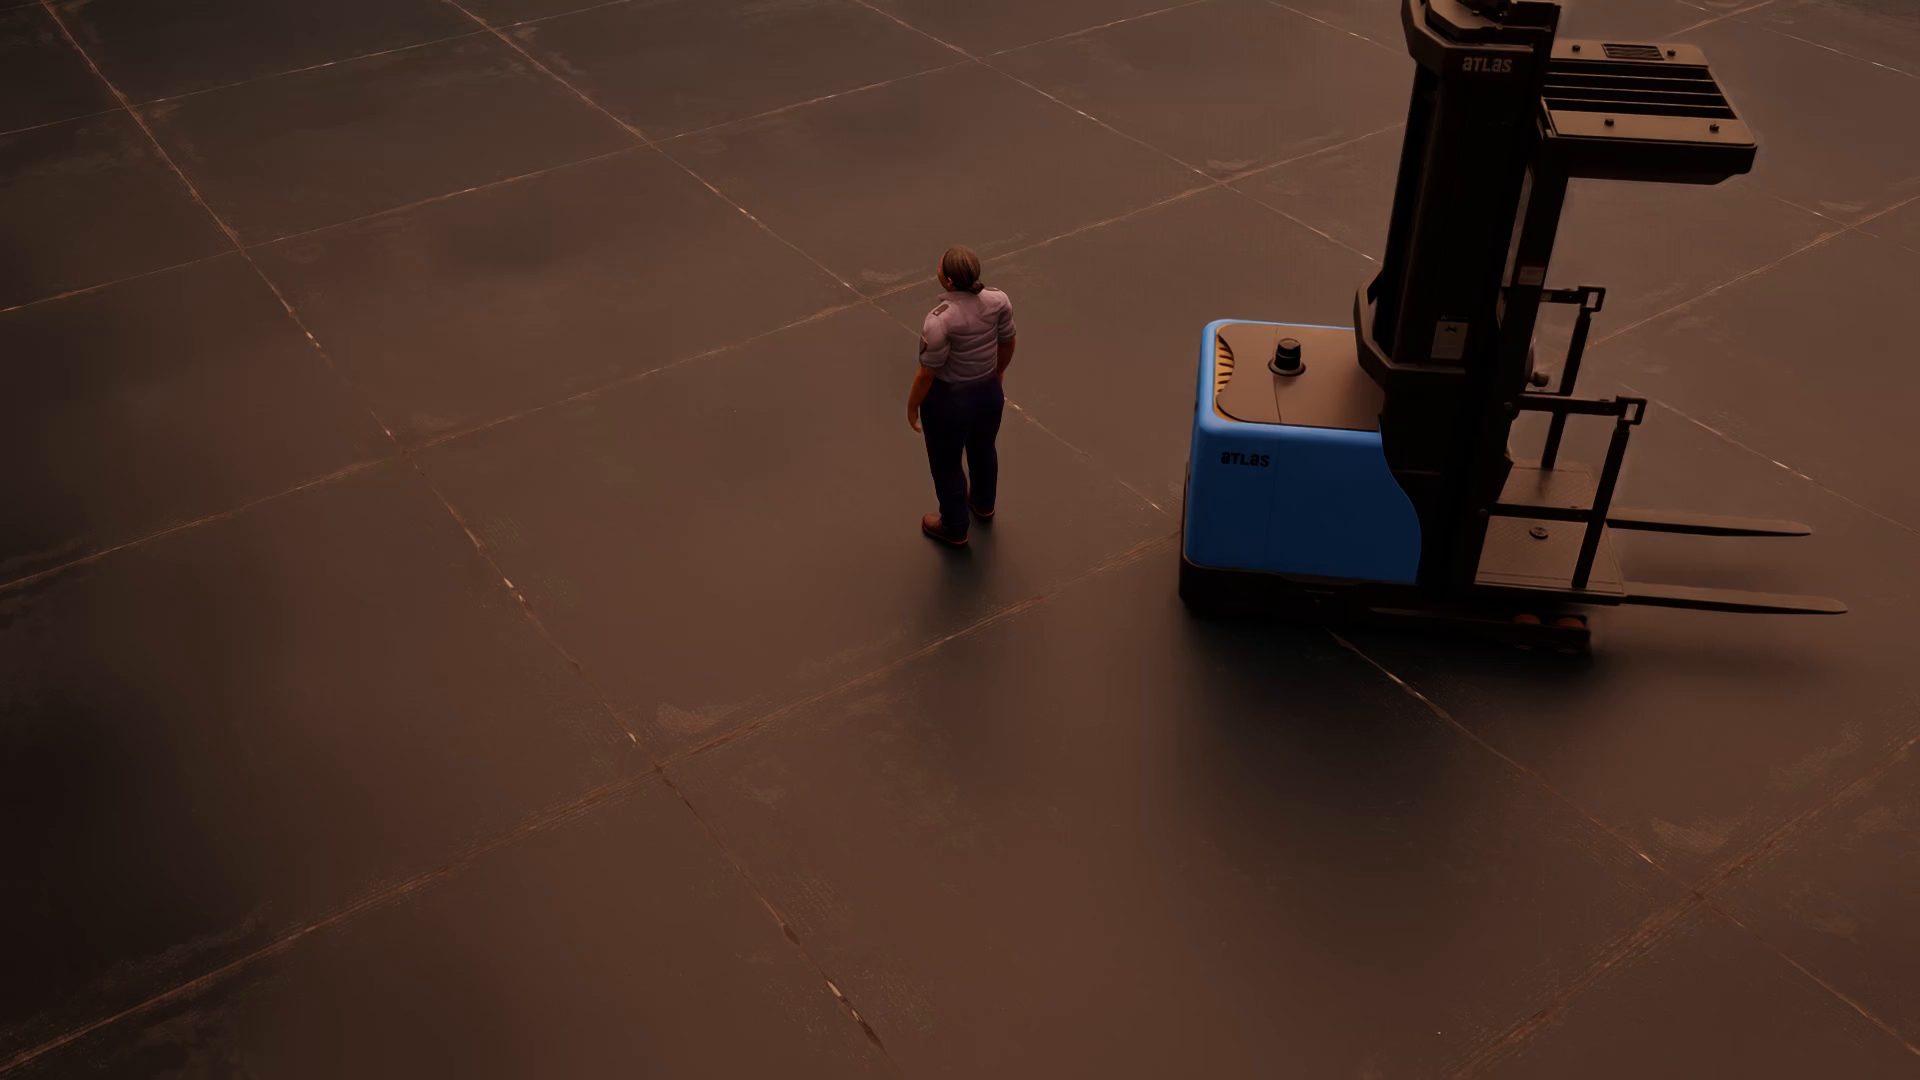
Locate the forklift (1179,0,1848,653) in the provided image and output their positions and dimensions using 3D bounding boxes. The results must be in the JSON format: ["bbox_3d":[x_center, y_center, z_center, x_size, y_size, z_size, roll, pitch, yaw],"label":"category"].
[{"bbox_3d":[2.603,-0.992,7.287,3.031,2.935,1.130,5,37,6],"label":"forklift"}]

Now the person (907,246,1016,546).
[{"bbox_3d":[-0.034,-0.719,7.984,0.599,1.650,0.503,-23,42,-28],"label":"person"}]
